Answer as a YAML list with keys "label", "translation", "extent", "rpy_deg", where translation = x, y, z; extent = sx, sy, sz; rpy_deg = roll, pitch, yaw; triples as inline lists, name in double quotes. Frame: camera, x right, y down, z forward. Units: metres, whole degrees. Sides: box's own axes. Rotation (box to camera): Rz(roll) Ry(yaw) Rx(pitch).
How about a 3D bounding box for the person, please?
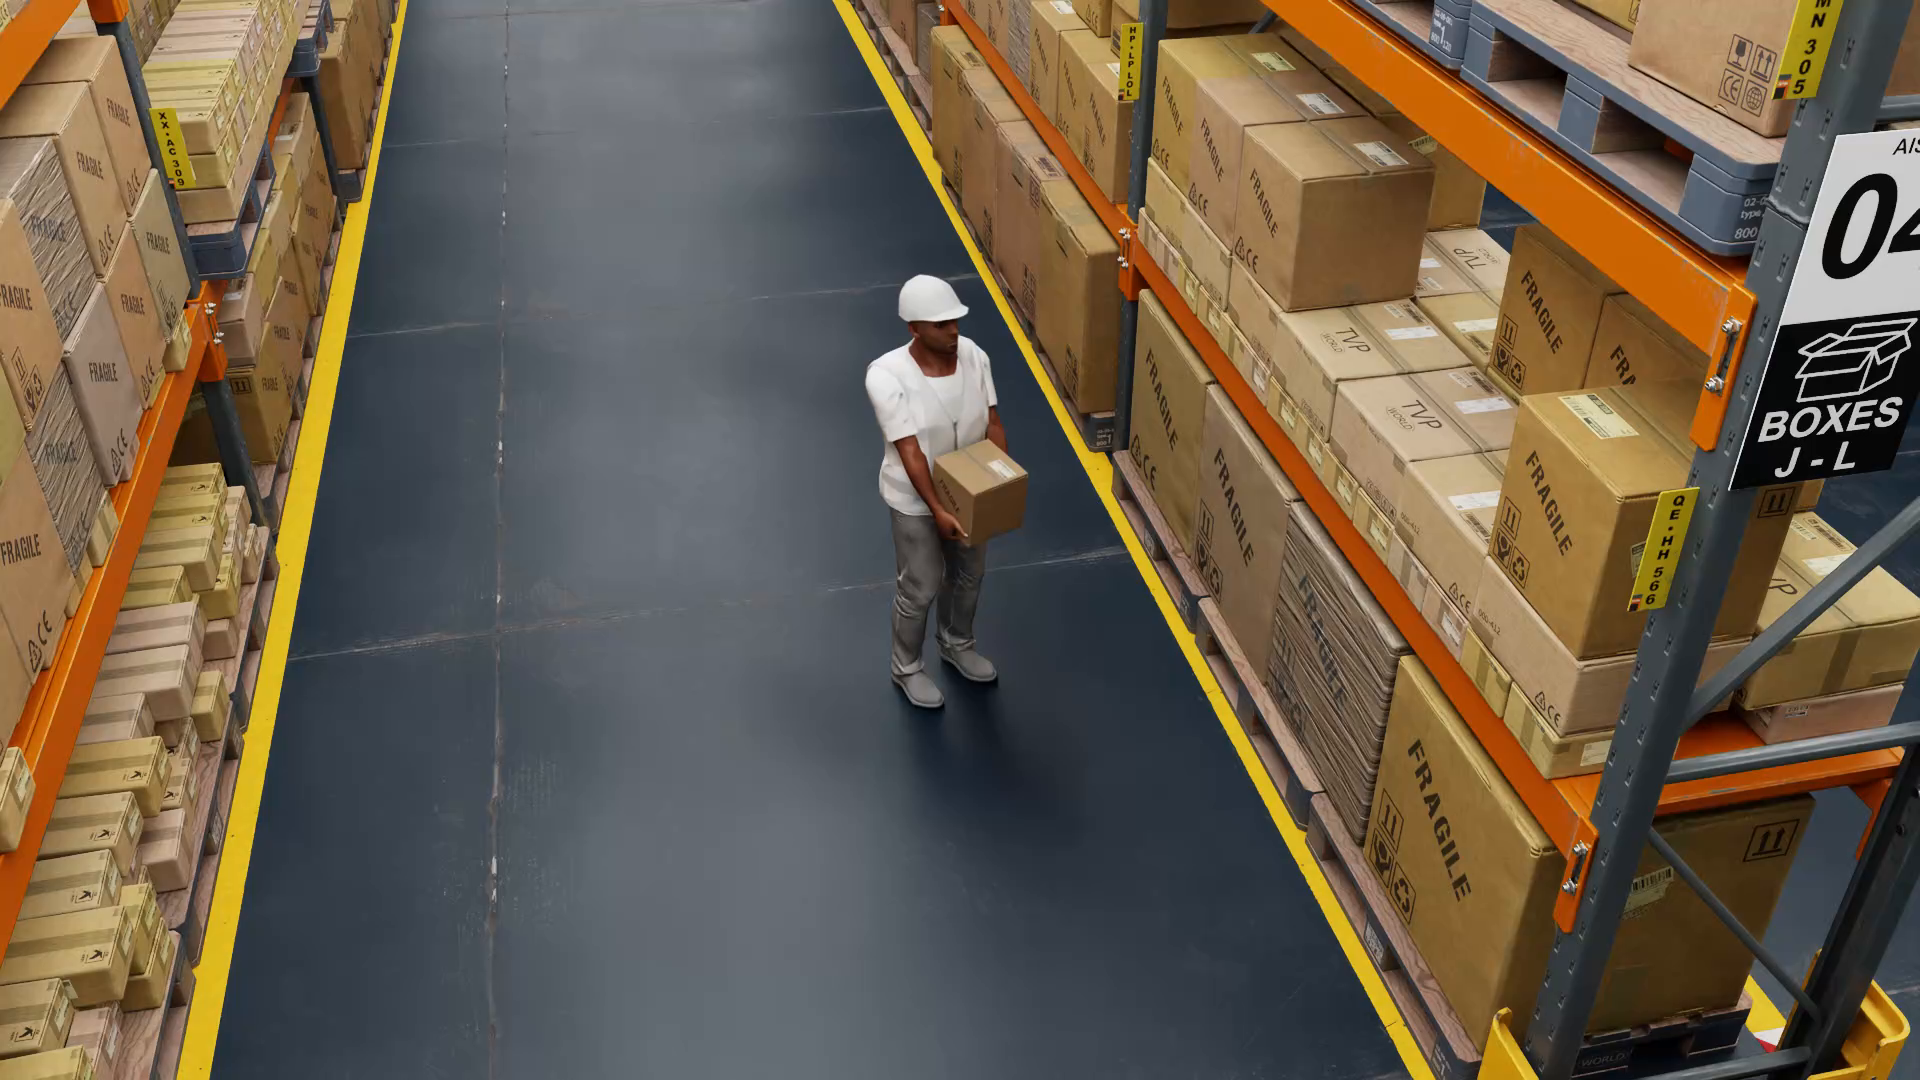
- label: "person"
  translation: [-0.025, -0.135, 6.325]
  extent: [0.503, 1.760, 0.586]
  rpy_deg: [-22, 40, -29]
